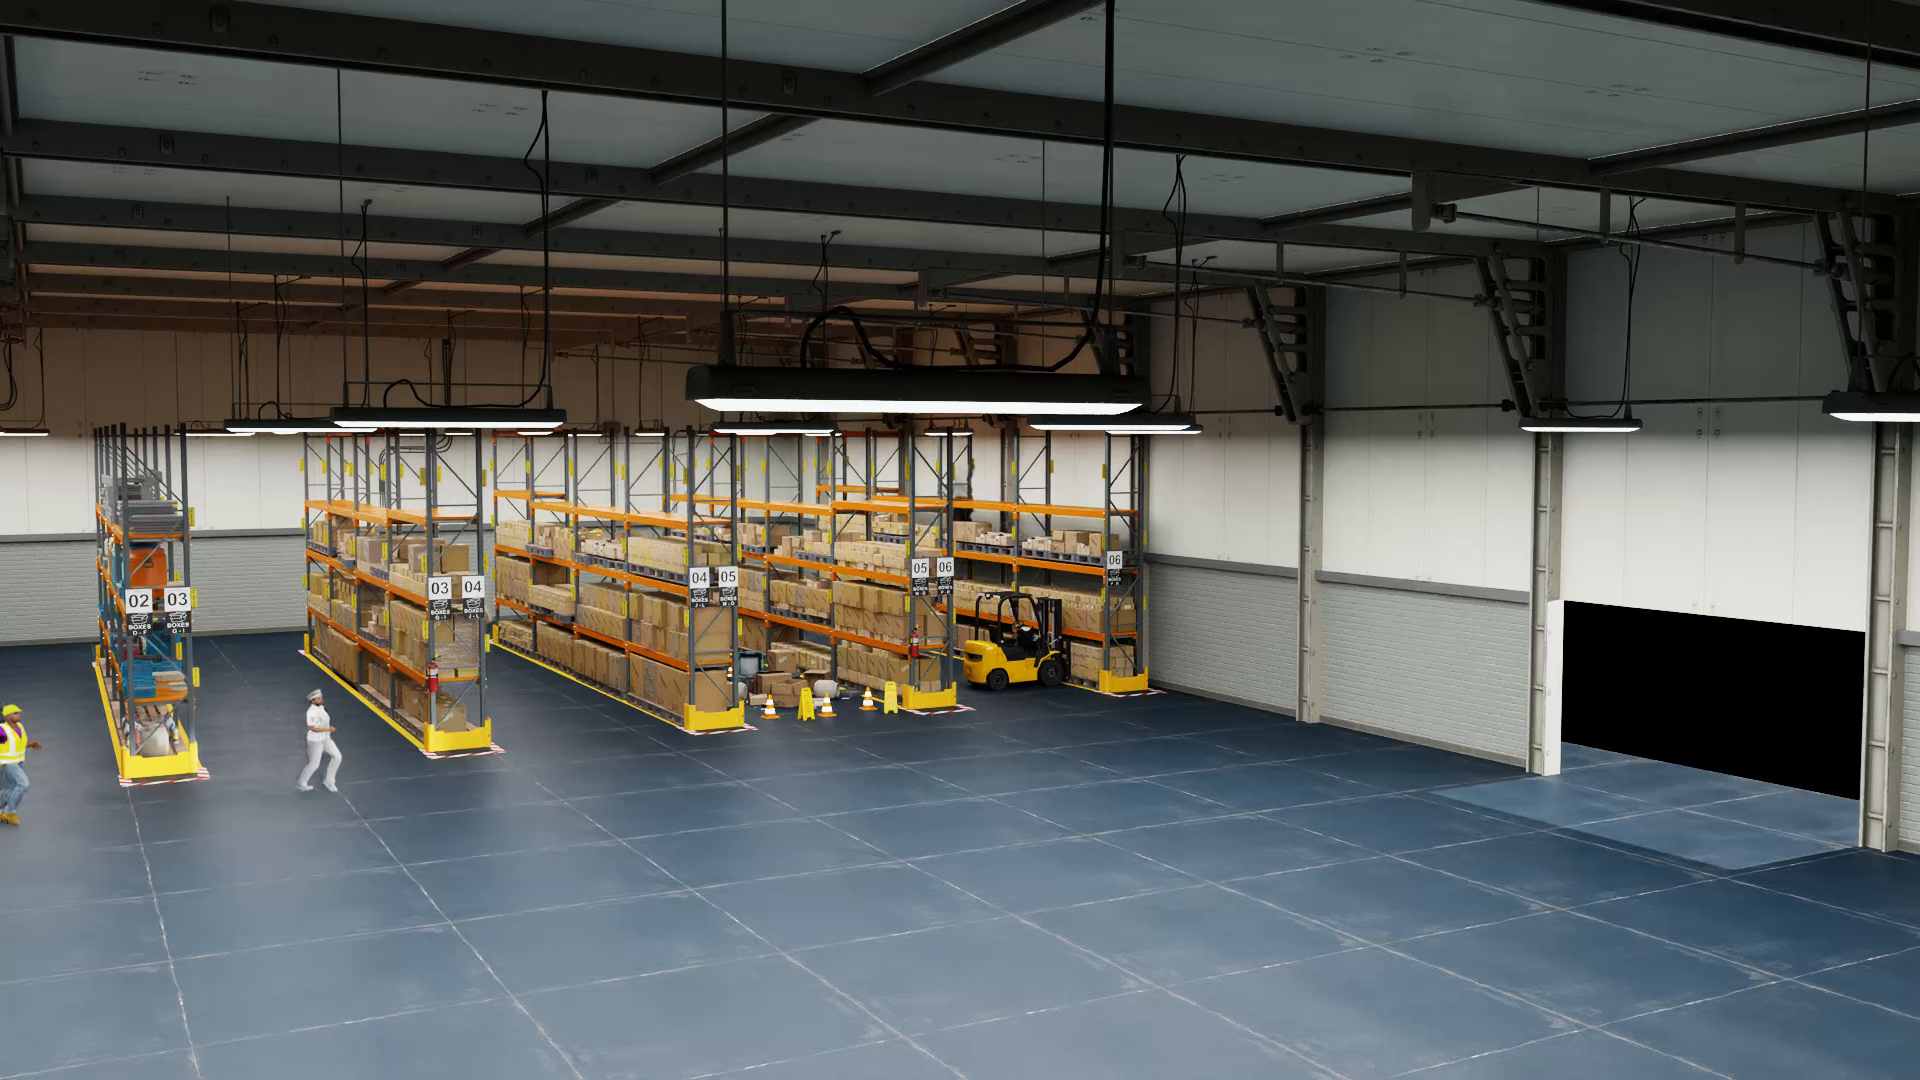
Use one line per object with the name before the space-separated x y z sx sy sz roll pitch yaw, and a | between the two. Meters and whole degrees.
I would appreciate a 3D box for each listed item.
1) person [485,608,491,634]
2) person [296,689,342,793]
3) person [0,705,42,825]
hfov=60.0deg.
person | -12.390 2.311 42.917 0.580 1.620 0.625 -2 4 -25
person | -10.394 3.267 26.960 0.734 1.728 0.575 0 3 8
person | -14.130 3.354 24.819 0.733 1.796 0.685 0 3 -2
